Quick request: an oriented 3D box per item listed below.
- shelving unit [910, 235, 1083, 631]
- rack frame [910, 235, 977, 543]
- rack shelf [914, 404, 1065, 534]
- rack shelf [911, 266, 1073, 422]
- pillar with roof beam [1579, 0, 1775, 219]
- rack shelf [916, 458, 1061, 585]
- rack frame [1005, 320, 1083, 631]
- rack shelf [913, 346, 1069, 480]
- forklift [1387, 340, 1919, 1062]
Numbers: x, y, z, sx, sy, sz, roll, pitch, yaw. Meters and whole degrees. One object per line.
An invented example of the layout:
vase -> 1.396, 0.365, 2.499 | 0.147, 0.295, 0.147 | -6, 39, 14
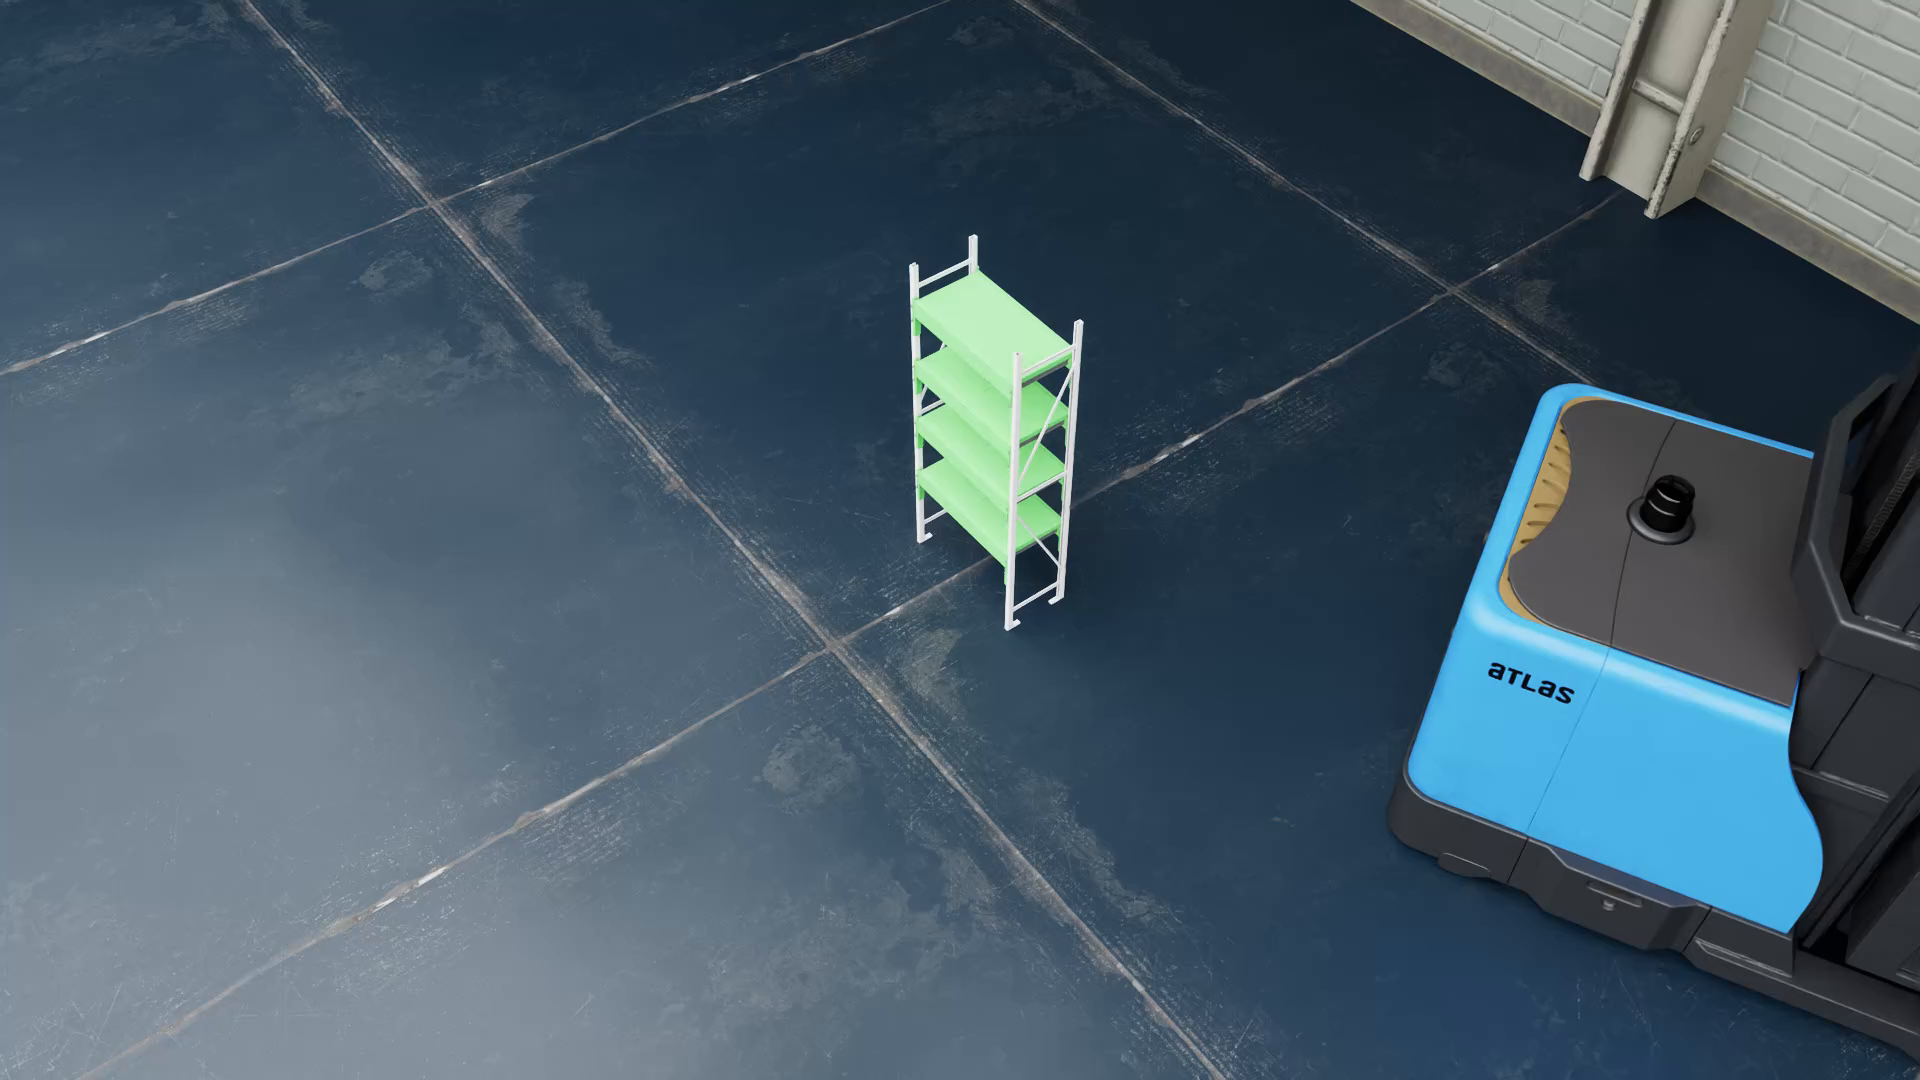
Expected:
shelving unit -> 0.100, -0.305, 5.217 | 0.258, 1.200, 0.503 | -29, 54, -24
rack frame -> -0.048, -0.449, 5.347 | 0.240, 1.200, 0.015 | -29, 54, -24
rack shelf -> 0.100, -0.262, 5.264 | 0.258, 0.148, 0.480 | -29, 54, -24
rack shelf -> 0.100, -0.585, 4.909 | 0.258, 0.148, 0.480 | -29, 54, -24
pillar with roof beam -> -0.516, -2.618, 2.049 | 9.100, 9.000, 0.400 | -29, 54, -24
rack shelf -> 0.100, -0.101, 5.442 | 0.258, 0.148, 0.480 | -29, 54, -24
rack frame -> 0.248, -0.162, 5.087 | 0.240, 1.200, 0.015 | -29, 54, -24
rack shelf -> 0.100, -0.424, 5.087 | 0.258, 0.148, 0.480 | -29, 54, -24
forklift -> 2.814, 0.073, 3.706 | 3.031, 2.935, 1.130 | 20, 51, 17
